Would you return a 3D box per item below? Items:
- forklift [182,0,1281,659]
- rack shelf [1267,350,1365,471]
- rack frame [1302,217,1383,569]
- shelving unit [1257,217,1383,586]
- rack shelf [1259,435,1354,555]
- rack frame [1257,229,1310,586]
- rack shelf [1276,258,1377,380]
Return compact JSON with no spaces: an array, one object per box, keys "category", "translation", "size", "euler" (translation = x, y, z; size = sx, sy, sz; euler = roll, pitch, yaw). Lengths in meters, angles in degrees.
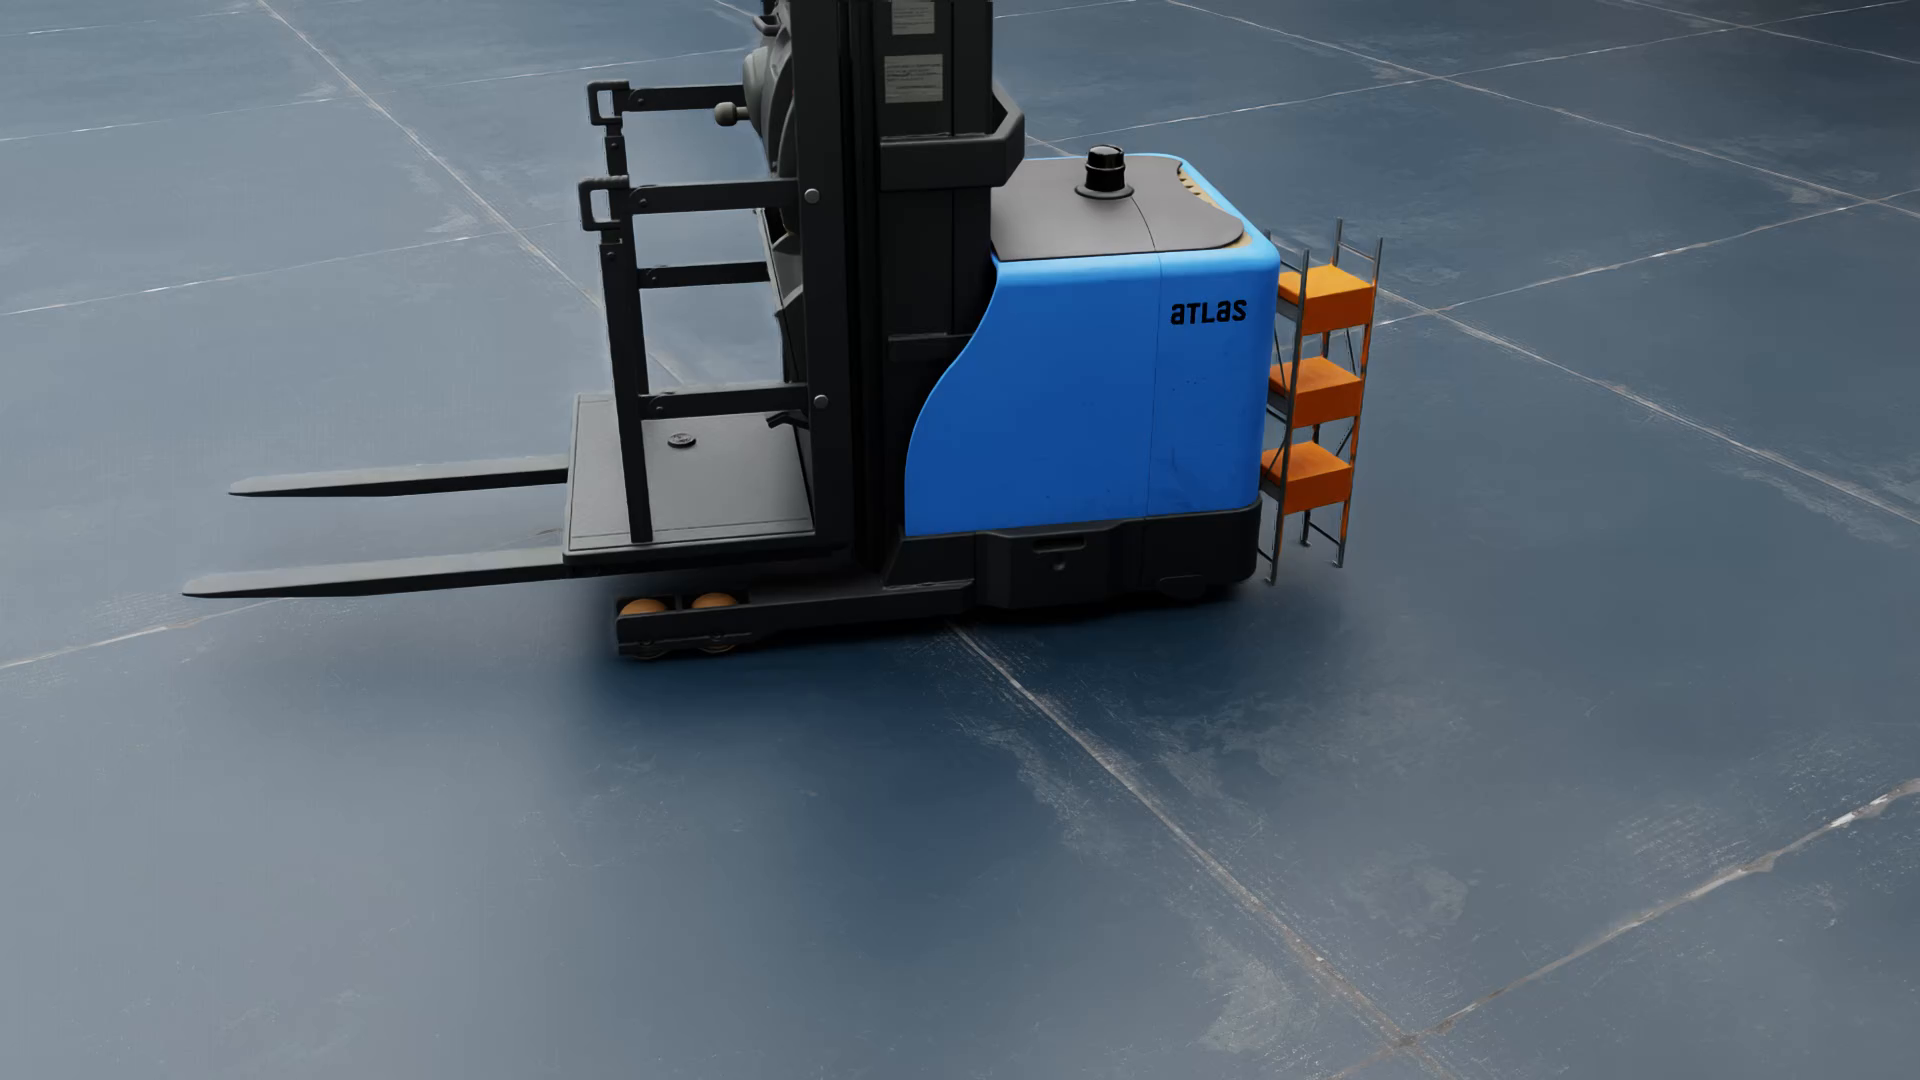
[{"category":"forklift","translation":[-0.685,-1.226,4.438],"size":[3.031,2.935,1.130],"euler":[-5,29,-9]},{"category":"rack shelf","translation":[1.013,-0.383,4.877],"size":[0.240,0.259,0.215],"euler":[-13,31,-22]},{"category":"rack frame","translation":[1.123,-0.417,4.917],"size":[0.008,1.050,0.200],"euler":[-13,31,-22]},{"category":"shelving unit","translation":[1.013,-0.392,4.872],"size":[0.252,1.050,0.215],"euler":[-13,31,-22]},{"category":"rack shelf","translation":[1.014,-0.139,5.010],"size":[0.240,0.259,0.215],"euler":[-13,31,-22]},{"category":"rack frame","translation":[0.902,-0.367,4.827],"size":[0.008,1.050,0.200],"euler":[-13,31,-22]},{"category":"rack shelf","translation":[1.012,-0.632,4.742],"size":[0.240,0.259,0.215],"euler":[-13,31,-22]}]
